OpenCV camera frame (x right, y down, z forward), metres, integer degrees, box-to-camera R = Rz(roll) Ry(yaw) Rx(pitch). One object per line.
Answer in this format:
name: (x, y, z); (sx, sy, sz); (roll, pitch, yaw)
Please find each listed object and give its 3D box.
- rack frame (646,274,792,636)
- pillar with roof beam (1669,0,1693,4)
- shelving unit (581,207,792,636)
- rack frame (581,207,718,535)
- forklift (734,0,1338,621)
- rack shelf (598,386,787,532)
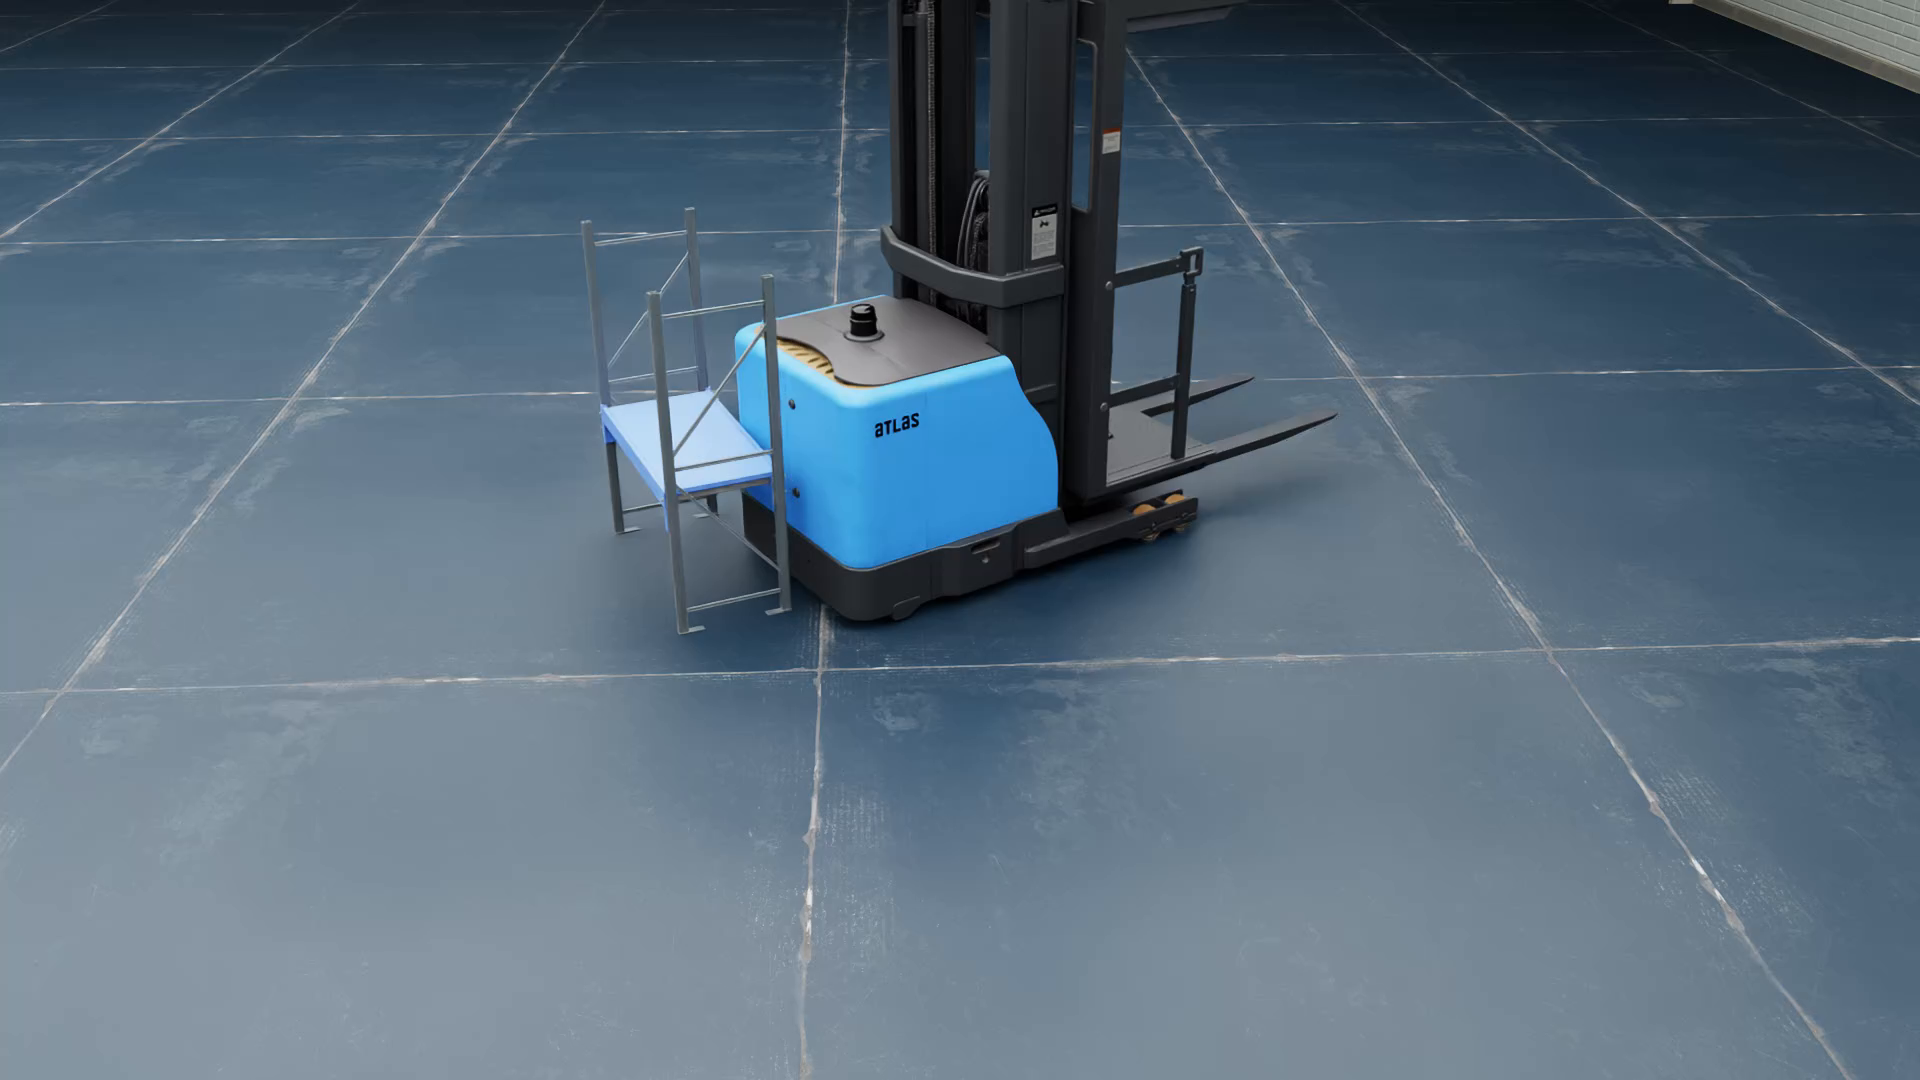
rack frame: (-0.958, -0.318, 6.738); (0.500, 1.500, 0.032); (-12, 30, -22)
pillar with roof beam: (4.520, -10.532, 18.211); (9.100, 9.000, 0.400); (-1, 28, -3)
shelving unit: (-1.176, -0.530, 7.145); (0.538, 1.500, 1.048); (-12, 30, -22)
rack frame: (-1.393, -0.743, 7.553); (0.500, 1.500, 0.032); (-12, 30, -22)
forklift: (0.508, -1.478, 7.414); (3.031, 2.935, 1.130); (-18, 32, -31)
rack shelf: (-1.175, -0.371, 7.228); (0.538, 0.185, 1.000); (-12, 30, -22)
